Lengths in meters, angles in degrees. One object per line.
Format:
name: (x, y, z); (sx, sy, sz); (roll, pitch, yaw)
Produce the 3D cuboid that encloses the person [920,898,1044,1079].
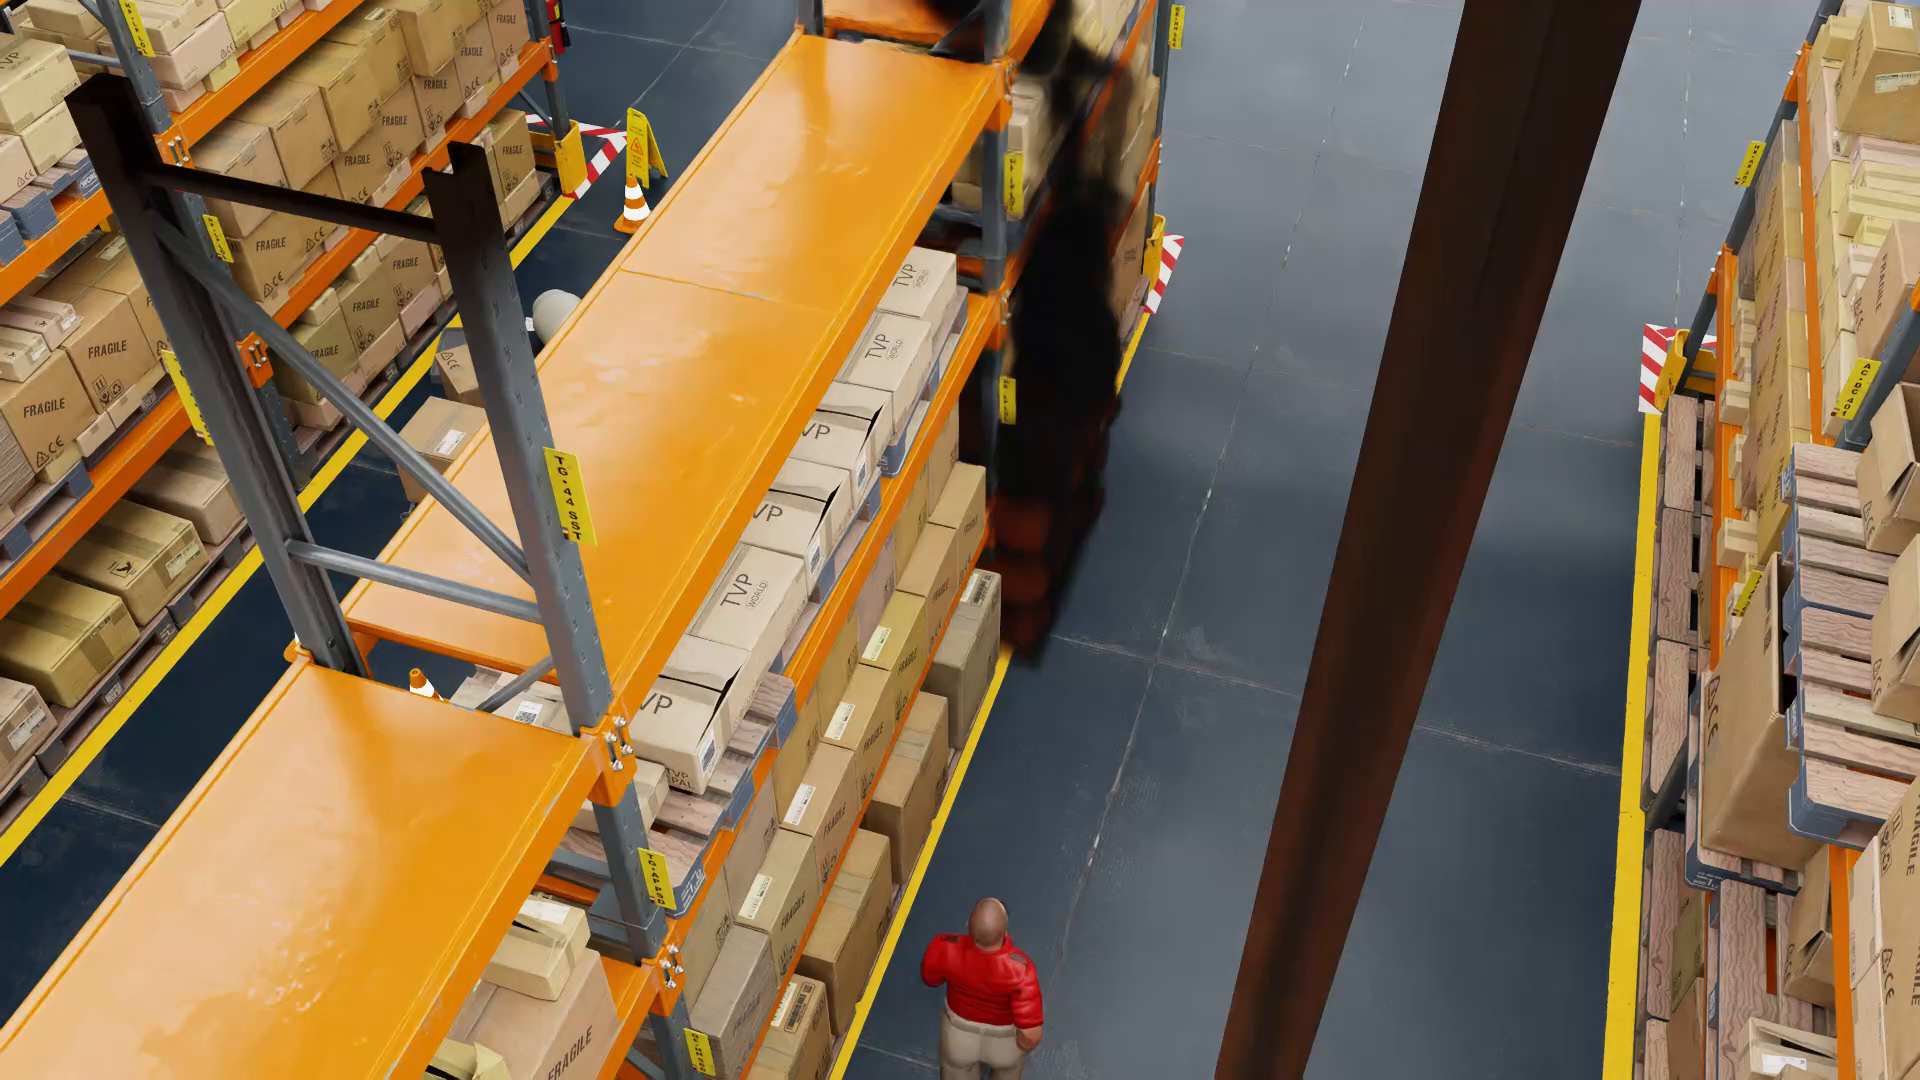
person: (0.104, 2.122, 7.390); (0.570, 1.632, 0.812); (7, 46, 7)
